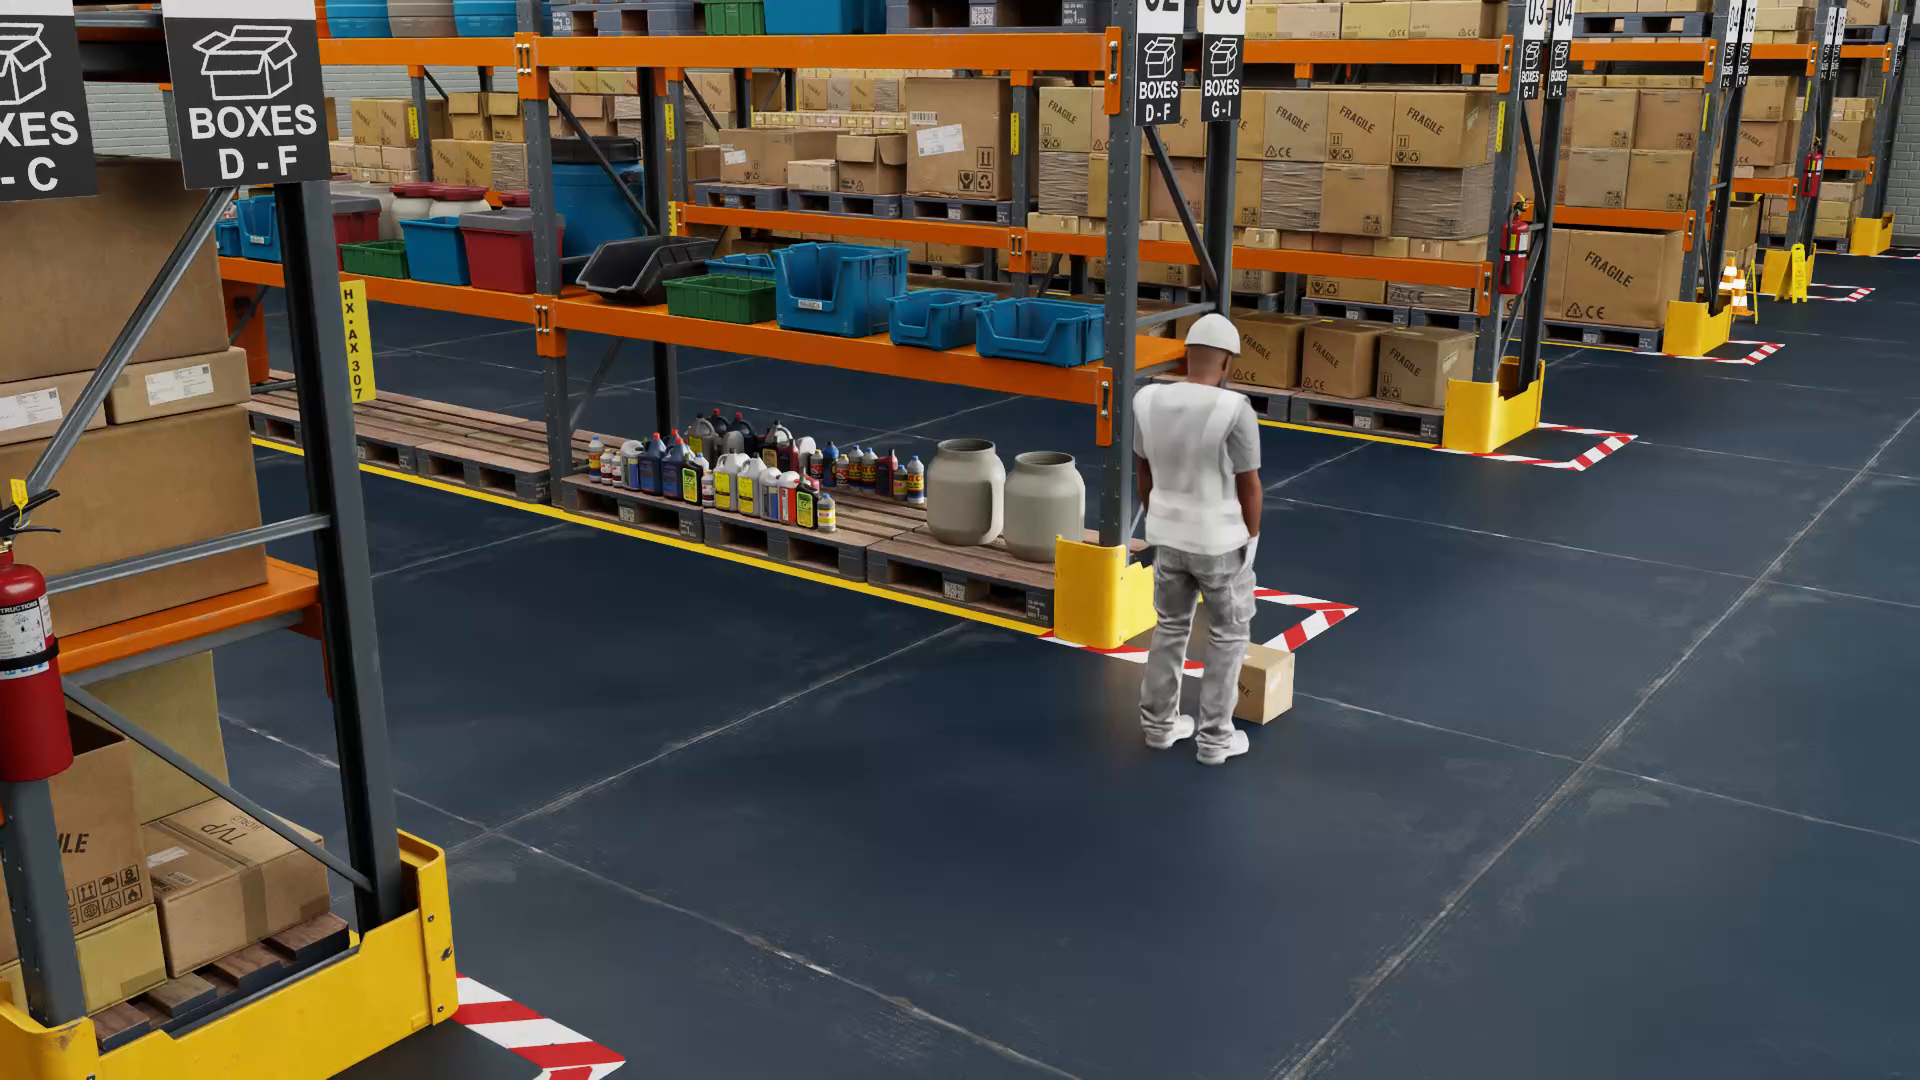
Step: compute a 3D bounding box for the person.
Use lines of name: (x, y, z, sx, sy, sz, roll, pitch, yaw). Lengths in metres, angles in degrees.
person: (0.938, -0.006, 6.556, 0.557, 1.763, 0.389, 13, 21, 38)
